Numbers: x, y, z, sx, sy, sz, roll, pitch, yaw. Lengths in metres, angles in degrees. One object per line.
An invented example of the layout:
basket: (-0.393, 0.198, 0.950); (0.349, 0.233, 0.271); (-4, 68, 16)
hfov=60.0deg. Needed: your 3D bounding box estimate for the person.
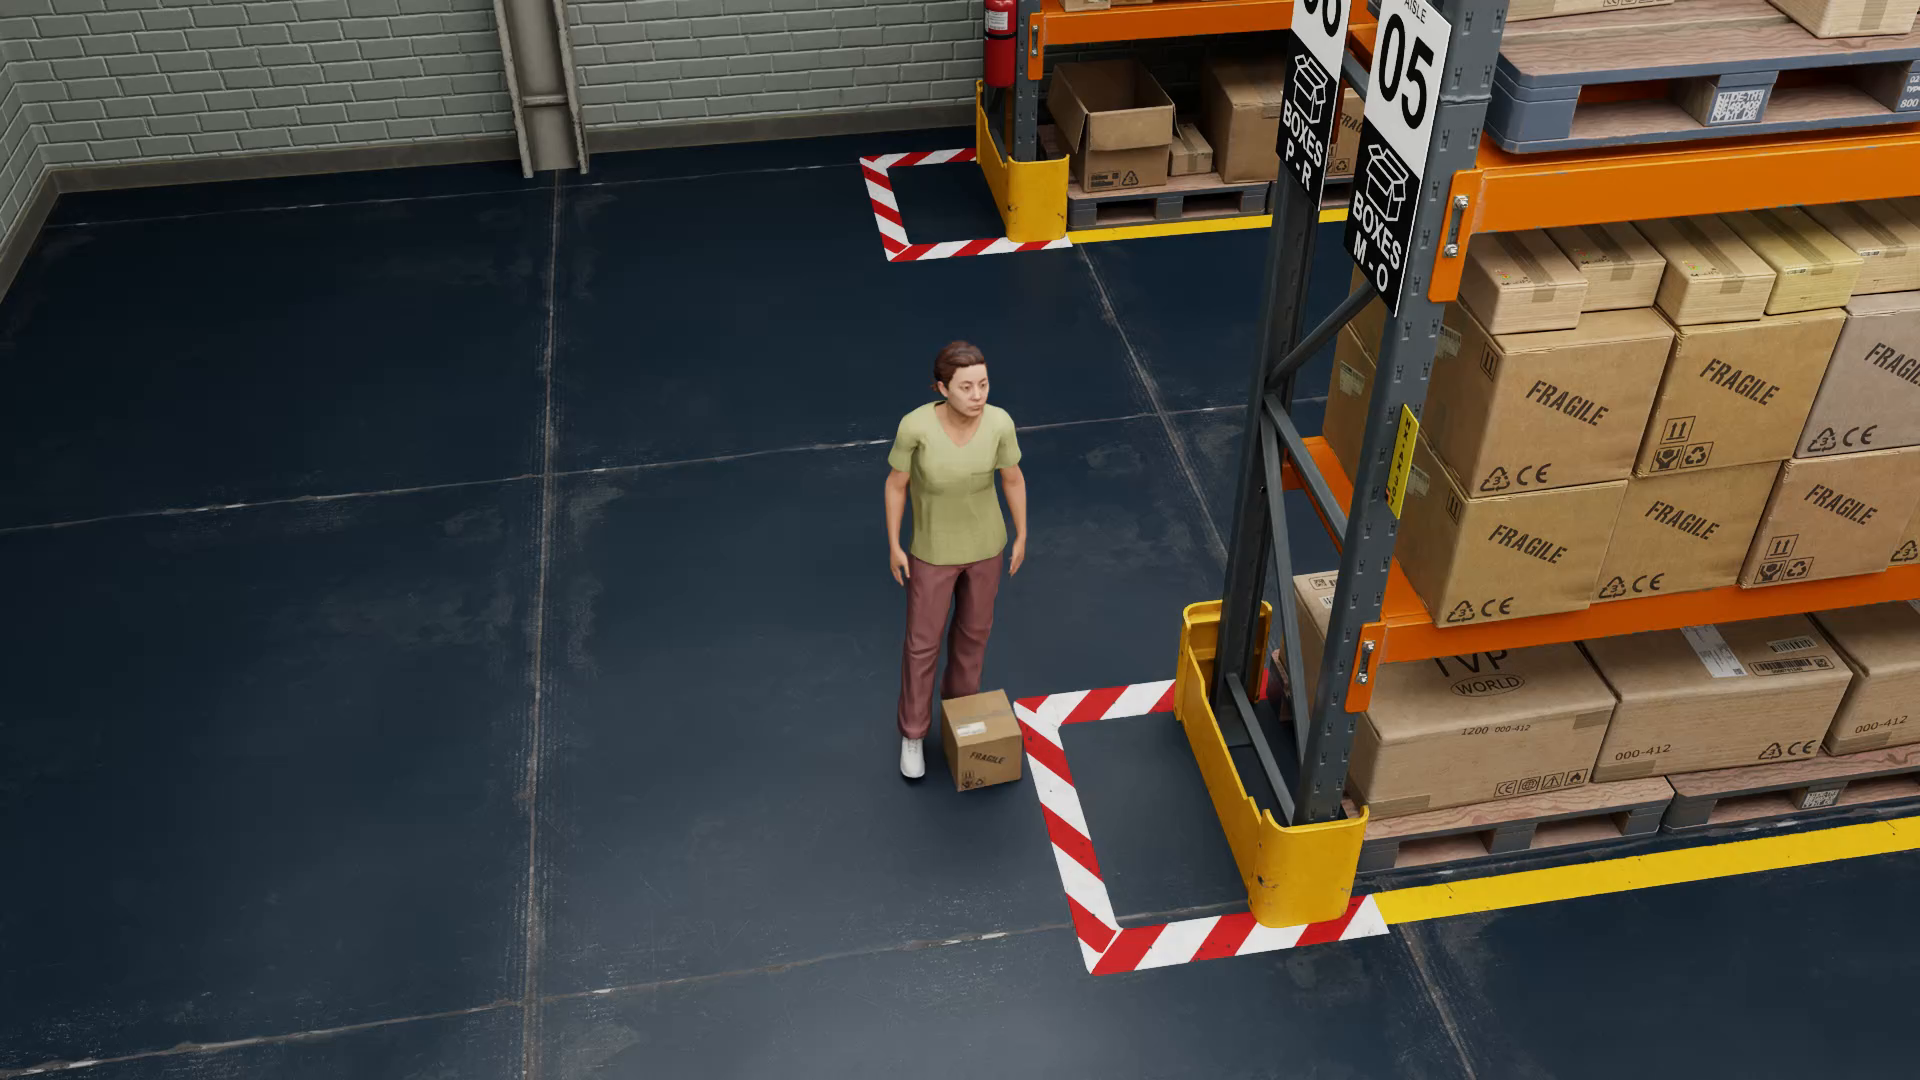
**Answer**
person: (-0.002, 0.084, 6.047); (0.550, 1.660, 0.533); (-8, 40, -10)
